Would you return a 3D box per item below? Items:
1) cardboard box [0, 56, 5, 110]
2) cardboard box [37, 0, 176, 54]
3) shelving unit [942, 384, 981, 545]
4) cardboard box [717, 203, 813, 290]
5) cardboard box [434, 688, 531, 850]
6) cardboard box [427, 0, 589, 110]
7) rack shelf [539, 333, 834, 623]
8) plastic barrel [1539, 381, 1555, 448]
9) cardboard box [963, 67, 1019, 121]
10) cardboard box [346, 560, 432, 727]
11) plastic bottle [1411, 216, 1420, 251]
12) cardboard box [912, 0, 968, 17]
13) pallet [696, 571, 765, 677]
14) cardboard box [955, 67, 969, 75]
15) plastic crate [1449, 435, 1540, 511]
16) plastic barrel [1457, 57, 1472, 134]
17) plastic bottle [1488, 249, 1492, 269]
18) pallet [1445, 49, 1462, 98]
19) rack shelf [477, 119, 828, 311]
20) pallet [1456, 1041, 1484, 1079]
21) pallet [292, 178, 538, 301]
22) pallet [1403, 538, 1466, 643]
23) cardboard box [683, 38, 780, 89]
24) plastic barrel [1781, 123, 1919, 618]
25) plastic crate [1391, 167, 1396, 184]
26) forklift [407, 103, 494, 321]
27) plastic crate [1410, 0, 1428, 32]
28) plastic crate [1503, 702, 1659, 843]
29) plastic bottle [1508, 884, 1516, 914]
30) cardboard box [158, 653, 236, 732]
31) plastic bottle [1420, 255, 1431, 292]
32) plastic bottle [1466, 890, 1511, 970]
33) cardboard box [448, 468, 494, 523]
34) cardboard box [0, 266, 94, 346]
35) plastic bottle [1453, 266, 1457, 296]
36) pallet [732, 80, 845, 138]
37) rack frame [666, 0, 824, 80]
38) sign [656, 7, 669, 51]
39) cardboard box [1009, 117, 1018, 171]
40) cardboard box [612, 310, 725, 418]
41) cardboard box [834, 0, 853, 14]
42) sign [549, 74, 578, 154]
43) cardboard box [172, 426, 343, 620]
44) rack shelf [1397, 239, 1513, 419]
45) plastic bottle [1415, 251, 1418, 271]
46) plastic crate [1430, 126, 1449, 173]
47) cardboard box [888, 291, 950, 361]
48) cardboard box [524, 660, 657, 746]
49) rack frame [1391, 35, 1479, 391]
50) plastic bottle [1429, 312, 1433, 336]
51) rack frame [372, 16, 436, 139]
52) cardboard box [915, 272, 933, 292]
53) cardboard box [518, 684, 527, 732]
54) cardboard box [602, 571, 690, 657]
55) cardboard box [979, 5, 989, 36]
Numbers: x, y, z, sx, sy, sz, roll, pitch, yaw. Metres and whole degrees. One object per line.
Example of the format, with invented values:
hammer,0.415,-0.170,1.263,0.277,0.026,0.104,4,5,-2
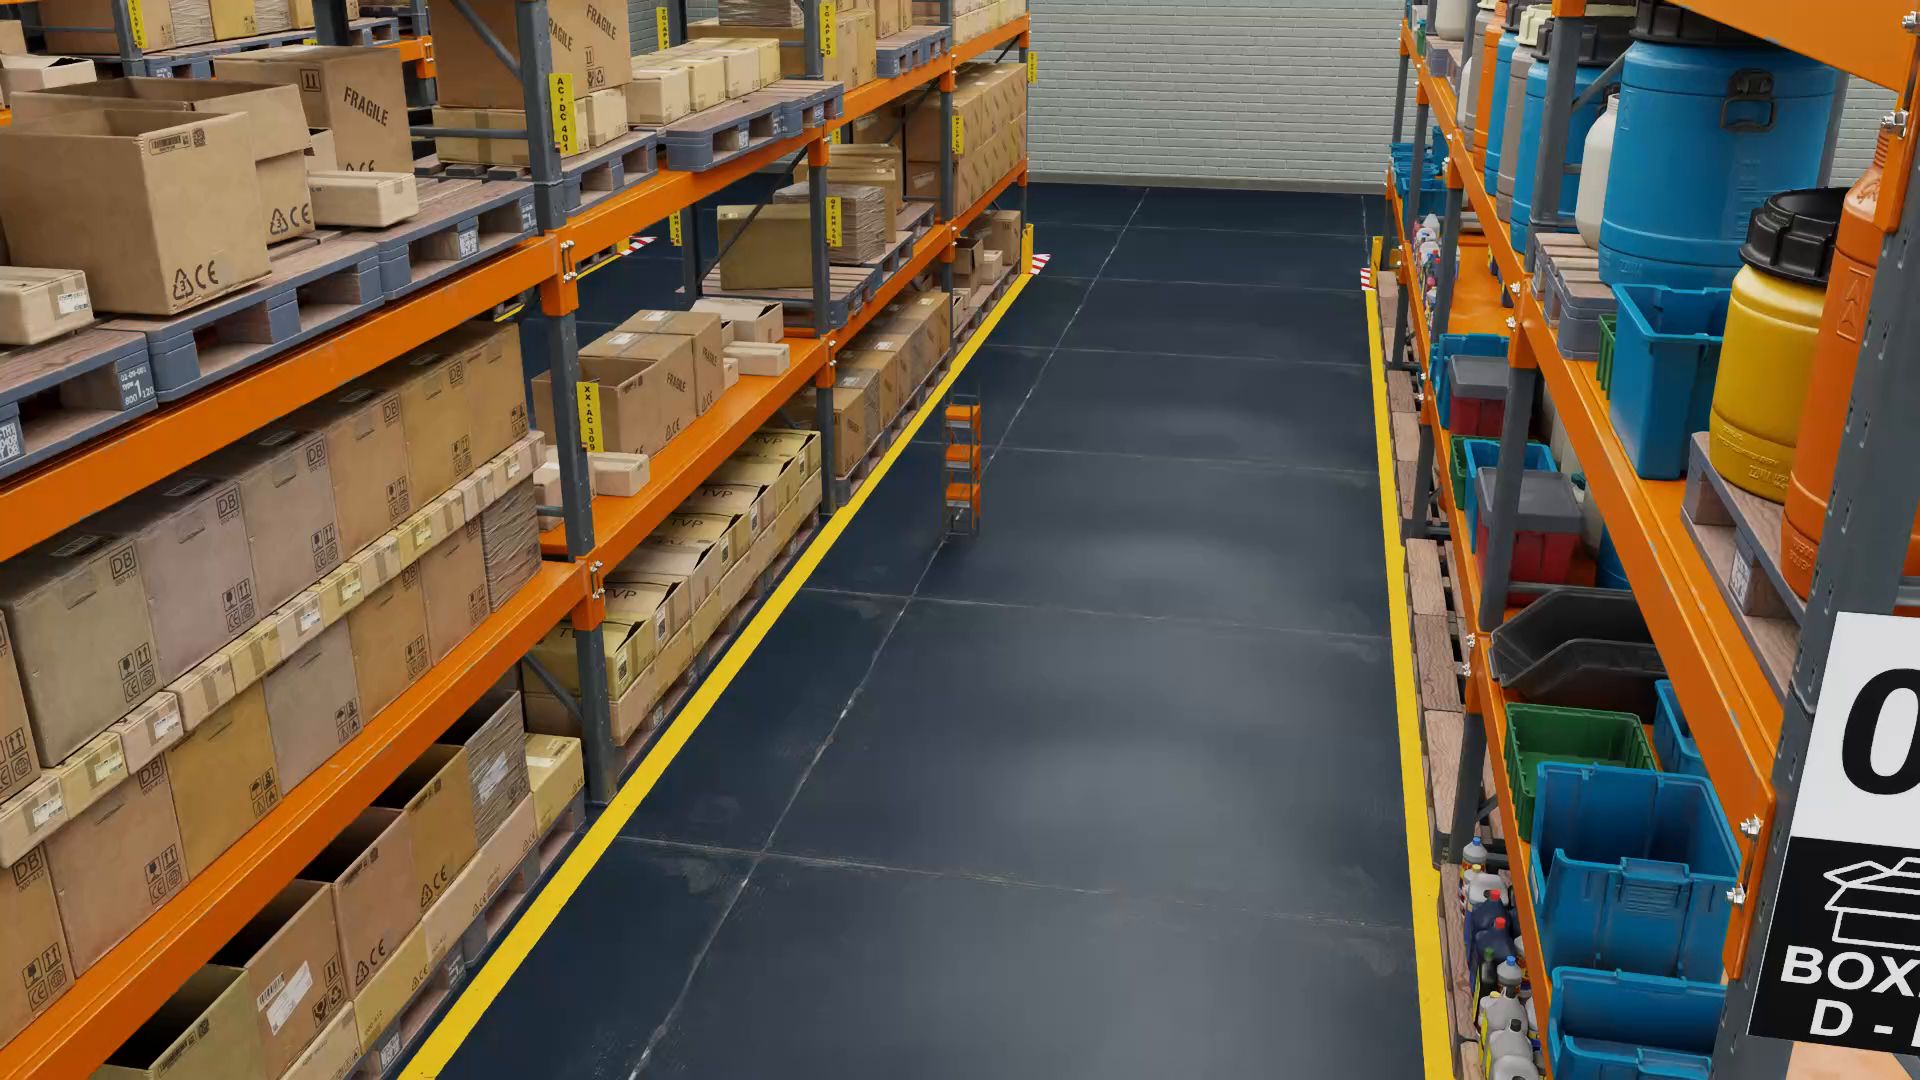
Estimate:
cardboard box,-6.586,-2.970,10.533,0.797,0.503,0.637,8,23,18
cardboard box,-6.190,-3.809,12.058,0.700,0.500,0.500,3,22,7
shelving unit,0.011,-0.507,11.206,0.215,1.050,0.252,4,22,11
cardboard box,-1.362,-2.092,11.838,0.700,0.500,0.500,-3,22,-7
cardboard box,-2.191,0.952,7.090,0.500,0.500,0.500,4,22,11
cardboard box,-2.032,-2.237,7.511,0.500,0.500,0.500,5,22,12
rack shelf,-1.789,-0.547,9.660,1.077,0.370,4.000,4,22,11
plastic barrel,3.381,-0.739,9.023,0.421,0.512,0.421,0,22,0
cardboard box,0.328,-4.680,17.486,0.500,0.500,0.500,5,22,12
cardboard box,-2.489,0.343,6.352,0.700,0.500,0.500,5,22,12
plastic bottle,3.791,-2.541,13.803,0.061,0.283,0.133,4,22,11
cardboard box,-0.222,-4.788,14.743,0.500,0.250,0.500,4,22,11
pallet,-1.838,0.424,10.018,1.003,0.211,1.213,4,22,11
cardboard box,-0.196,-4.714,17.572,0.500,0.500,0.500,5,22,11
plastic crate,2.731,-0.331,8.443,0.450,0.188,0.662,4,22,11
plastic barrel,3.104,-2.586,9.596,0.421,0.512,0.421,0,22,0
plastic bottle,4.276,-2.323,13.173,0.144,0.351,0.185,4,22,11
pallet,3.991,-3.291,11.747,1.003,0.211,1.213,4,22,11
rack shelf,-1.789,-1.939,9.100,1.077,0.370,4.000,4,22,11
pallet,2.227,2.213,5.576,1.003,0.211,1.213,4,22,11
pallet,-2.346,-1.186,6.386,1.003,0.211,1.213,4,22,11
pallet,3.272,0.340,10.226,1.003,0.211,1.213,4,22,11
cardboard box,-1.418,-2.959,10.308,0.500,0.250,0.500,3,22,7
plastic barrel,1.810,-0.280,2.883,0.600,0.830,0.708,4,22,11
plastic crate,4.443,-3.640,16.650,0.250,0.136,0.298,4,22,11
forklift,-3.620,-1.345,10.769,1.130,2.935,3.031,-10,24,-24
plastic crate,4.519,-4.984,15.781,0.504,0.338,0.767,4,22,11
plastic crate,2.098,0.803,5.629,0.450,0.188,0.662,4,22,11
plastic bottle,2.223,1.497,6.669,0.061,0.283,0.133,4,22,11
cardboard box,-2.513,0.461,5.191,0.380,0.149,0.250,4,22,9
plastic bottle,3.510,-1.997,12.469,0.097,0.271,0.097,0,22,0
plastic bottle,2.081,1.518,6.527,0.144,0.351,0.185,5,22,12
cardboard box,-2.146,-0.195,6.820,0.380,0.149,0.250,4,22,9
cardboard box,-2.600,-0.638,4.494,0.380,0.149,0.250,4,22,11
plastic bottle,3.631,-1.950,12.353,0.097,0.271,0.097,0,22,0
pallet,-1.432,-2.661,10.184,1.213,0.211,1.003,6,23,13
rack frame,-1.381,-4.395,10.221,1.000,3.000,0.127,4,22,11
sign,-1.911,-3.286,10.789,0.100,0.325,0.005,4,22,11
cardboard box,0.324,-4.210,17.658,0.500,0.500,0.500,5,22,11
cardboard box,-1.707,-1.044,9.796,0.500,0.500,0.500,3,22,8
cardboard box,-1.077,-4.046,11.897,0.500,0.500,0.500,4,22,11
sign,-1.653,-1.776,6.934,0.100,0.325,0.005,4,22,11
cardboard box,-2.588,-0.084,5.677,0.700,0.500,0.500,4,22,11
rack shelf,3.876,-1.631,12.351,1.077,0.370,4.000,4,22,11
plastic bottle,3.652,-2.219,13.113,0.097,0.201,0.097,0,22,0
plastic crate,5.215,-4.067,17.308,0.616,0.435,0.499,4,22,11
cardboard box,-0.385,-1.918,14.857,0.500,0.500,0.500,4,22,11
cardboard box,-1.872,0.803,8.464,0.500,0.250,0.500,4,22,10
rack frame,4.284,-2.696,14.033,1.000,3.000,0.127,4,22,11
plastic bottle,3.241,-1.483,11.285,0.097,0.201,0.097,0,22,0
rack frame,-5.415,-3.452,15.908,1.000,3.000,0.127,4,22,11
cardboard box,-0.573,-2.536,16.646,0.500,0.311,0.500,4,22,11
cardboard box,-2.396,0.757,8.576,0.500,0.250,0.500,4,22,10
cardboard box,-1.761,0.356,8.822,0.500,0.311,0.500,4,22,10
cardboard box,-0.014,-4.921,15.744,0.500,0.250,0.500,4,22,11
